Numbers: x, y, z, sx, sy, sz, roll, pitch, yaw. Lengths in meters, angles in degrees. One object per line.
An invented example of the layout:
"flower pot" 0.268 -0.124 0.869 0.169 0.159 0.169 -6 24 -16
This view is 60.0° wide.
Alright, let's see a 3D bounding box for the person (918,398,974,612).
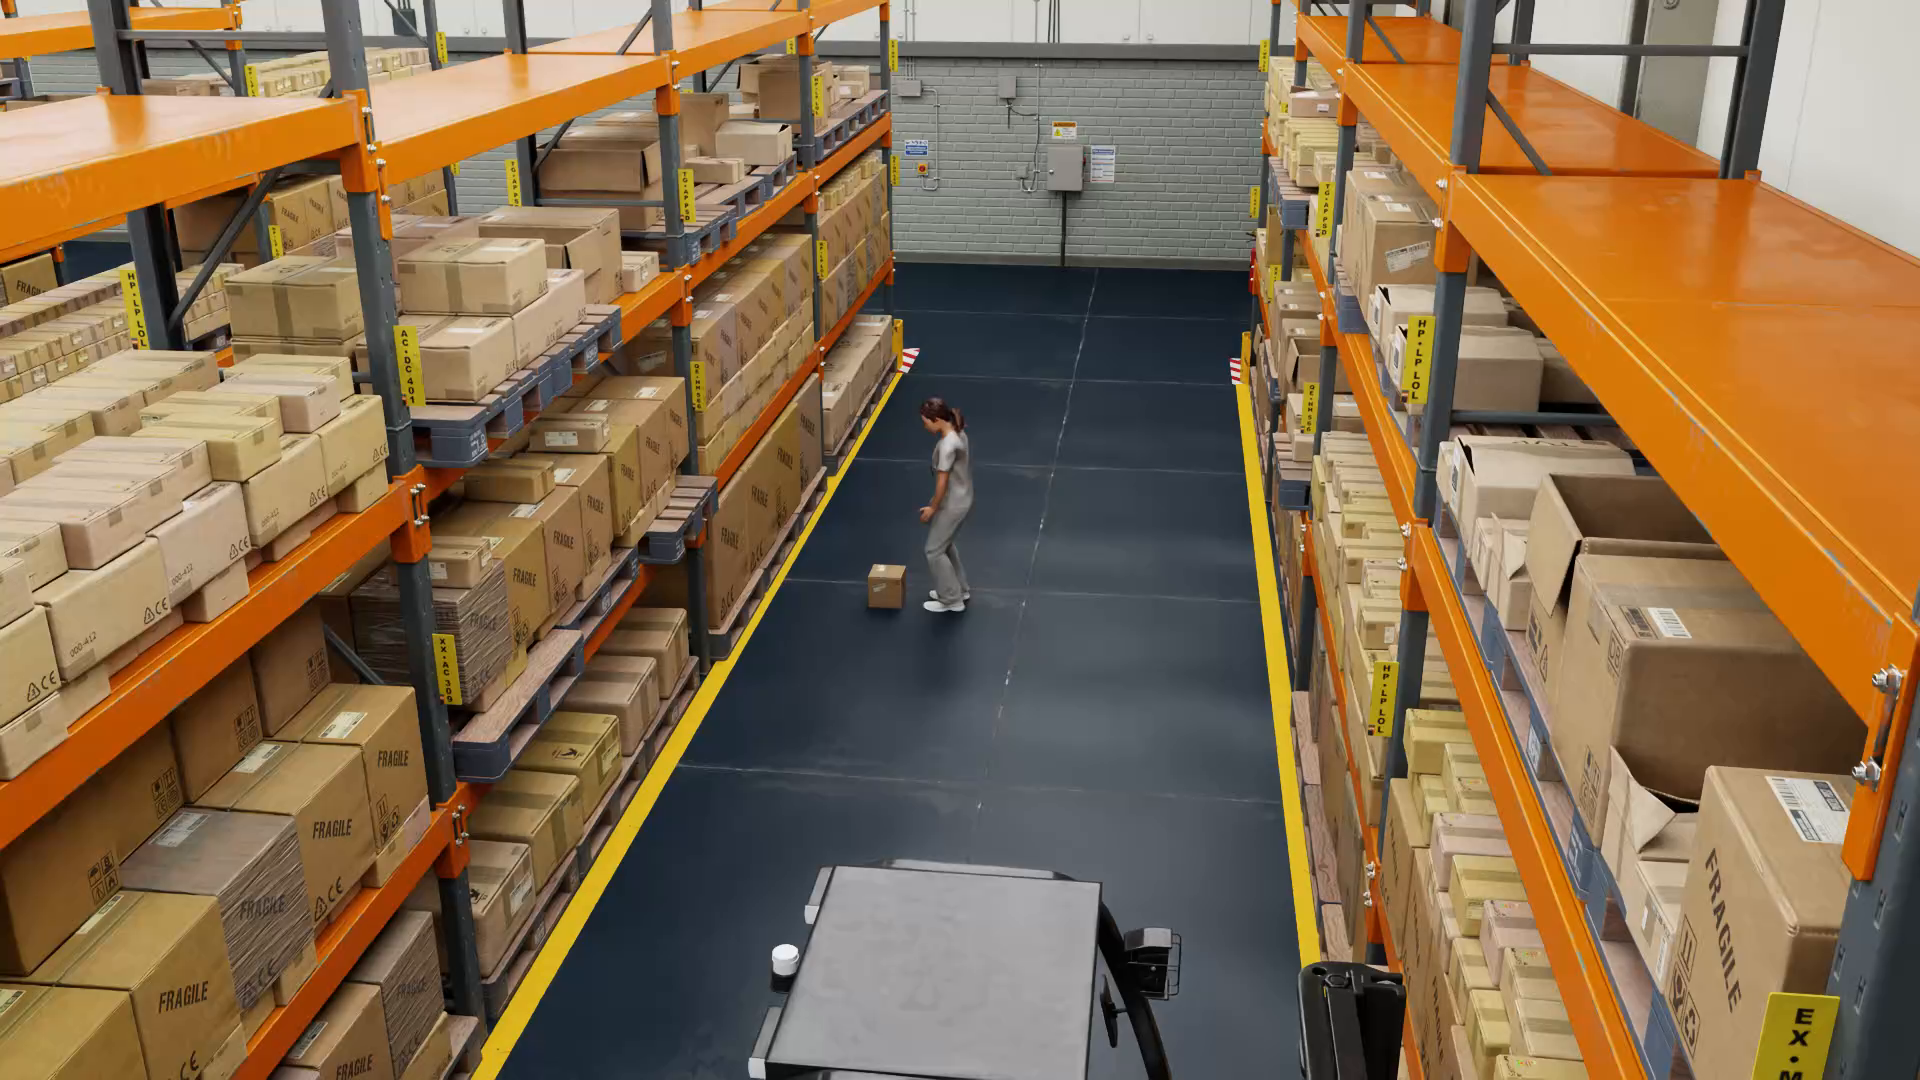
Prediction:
"person" -0.098 -0.261 12.237 0.388 1.627 0.461 3 21 8
